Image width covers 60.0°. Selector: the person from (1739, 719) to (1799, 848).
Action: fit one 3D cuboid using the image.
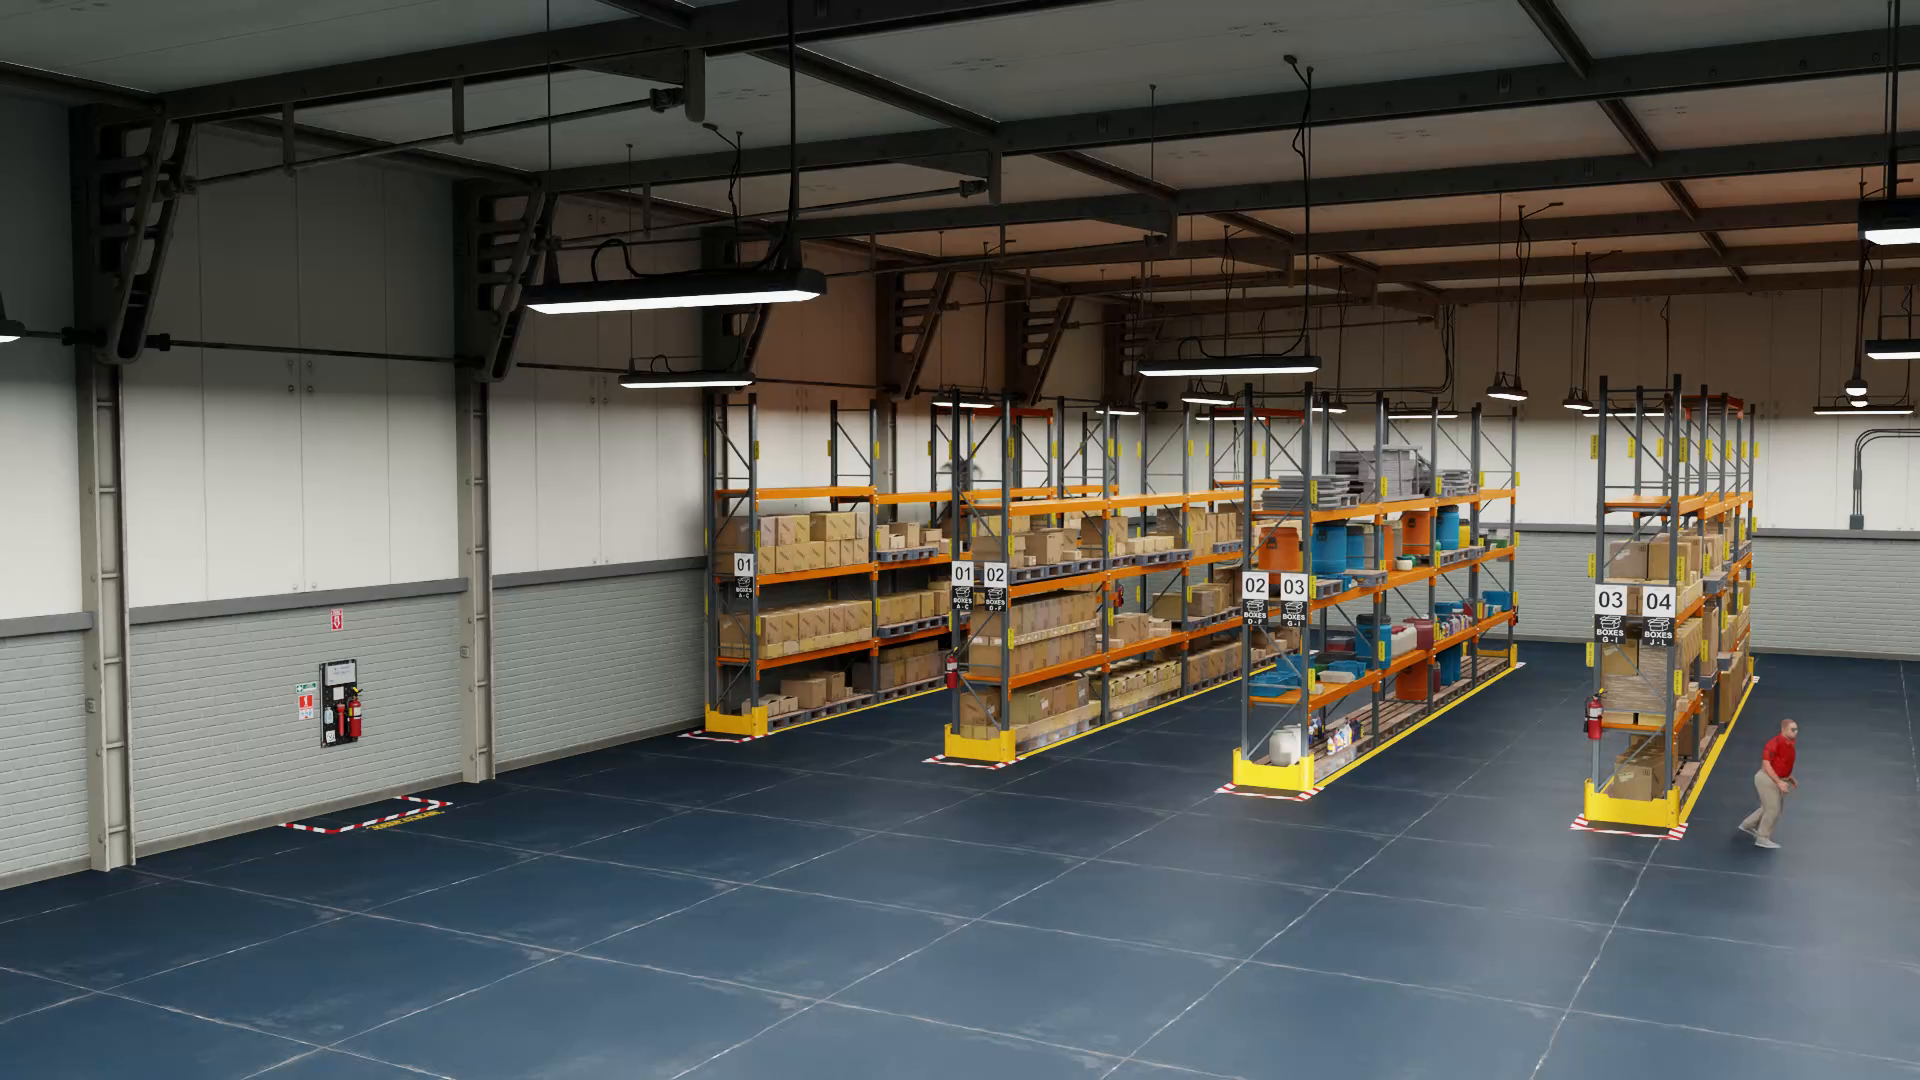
[{"bbox_3d":[10.177,3.038,20.949,0.674,1.653,0.761,-3,4,-41],"label":"person"}]
